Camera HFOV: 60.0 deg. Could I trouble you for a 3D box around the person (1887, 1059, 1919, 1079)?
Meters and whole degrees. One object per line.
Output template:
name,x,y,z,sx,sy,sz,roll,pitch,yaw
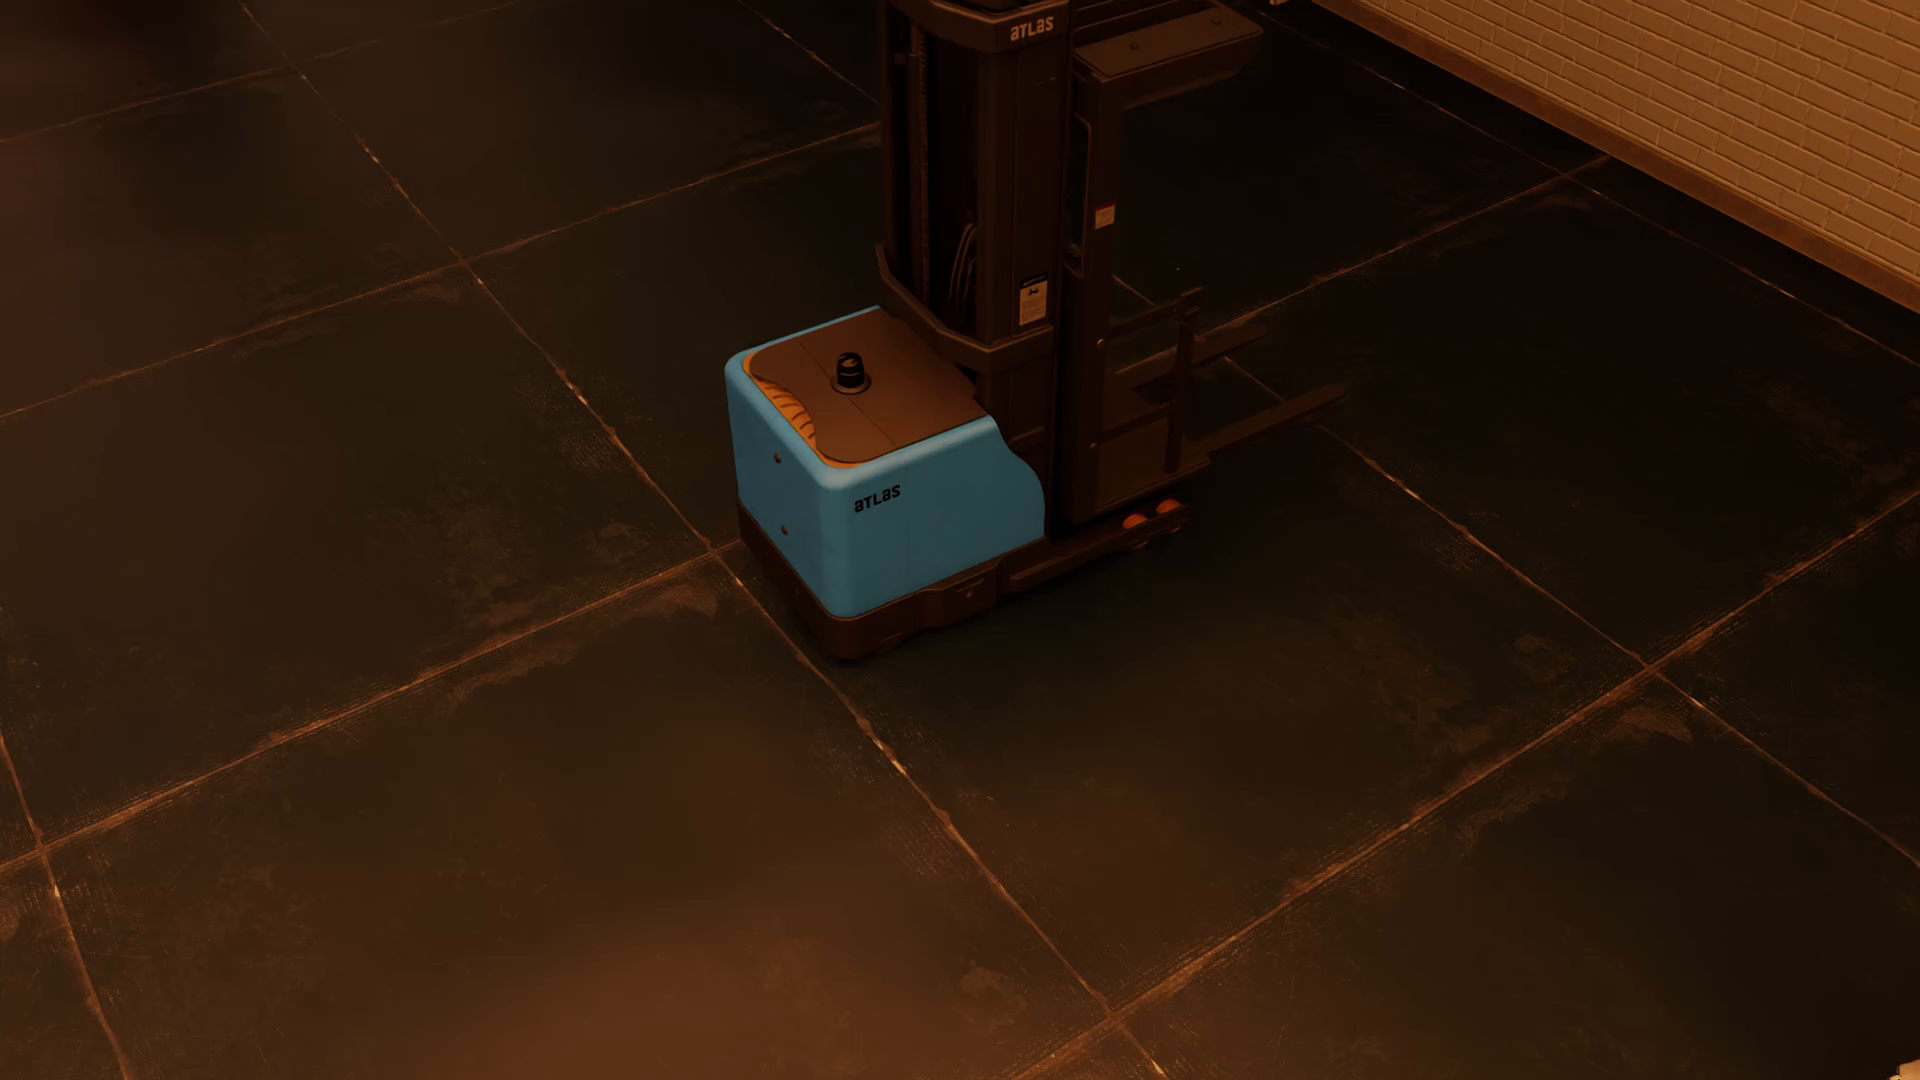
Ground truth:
person,3.432,1.571,5.105,0.471,1.537,0.877,-5,43,-6

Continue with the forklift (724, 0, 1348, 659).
forklift,0.492,-1.322,7.150,3.031,2.935,1.130,-23,47,-23
